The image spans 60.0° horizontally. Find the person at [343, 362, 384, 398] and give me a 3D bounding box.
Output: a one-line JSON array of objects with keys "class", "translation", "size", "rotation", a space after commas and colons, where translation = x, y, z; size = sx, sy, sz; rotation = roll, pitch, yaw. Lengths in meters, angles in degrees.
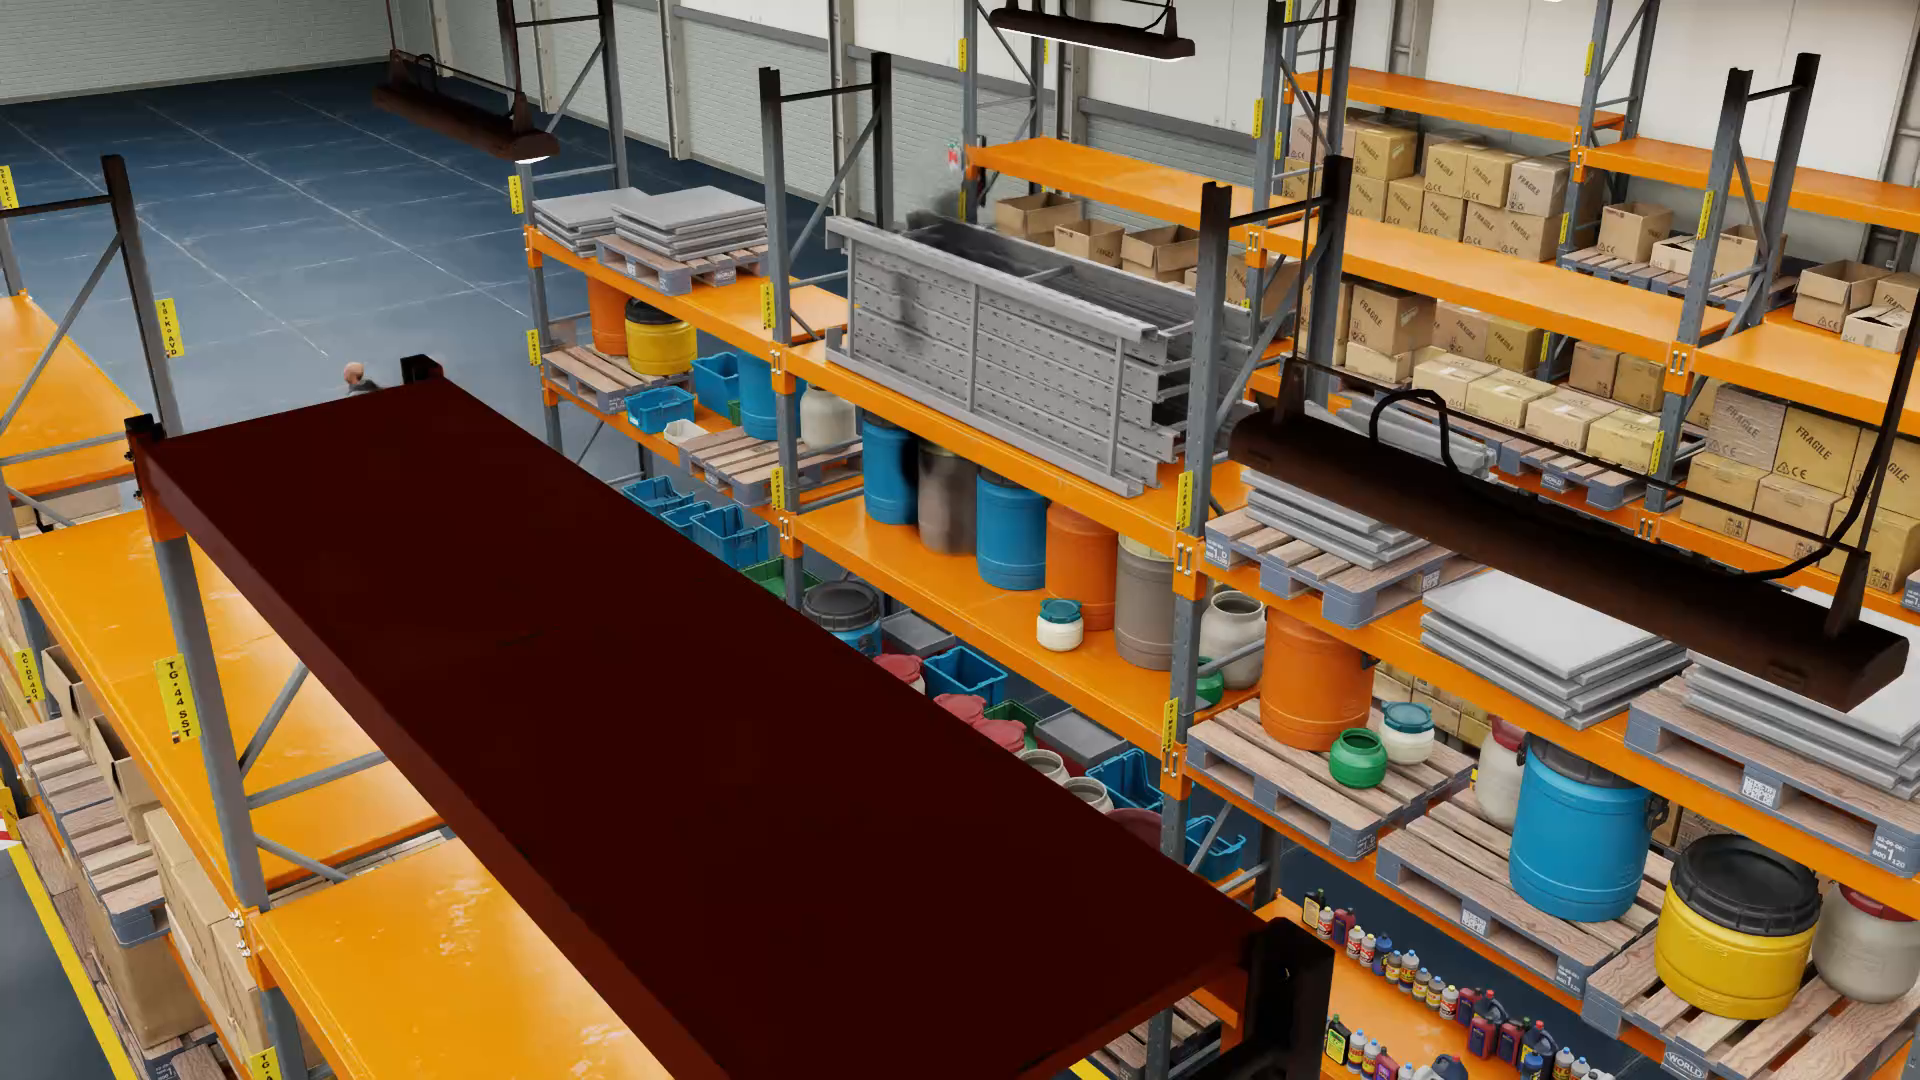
[{"class": "person", "translation": [-6.642, -1.164, 18.681], "size": [0.879, 1.741, 0.653], "rotation": [-5, 26, -10]}]
